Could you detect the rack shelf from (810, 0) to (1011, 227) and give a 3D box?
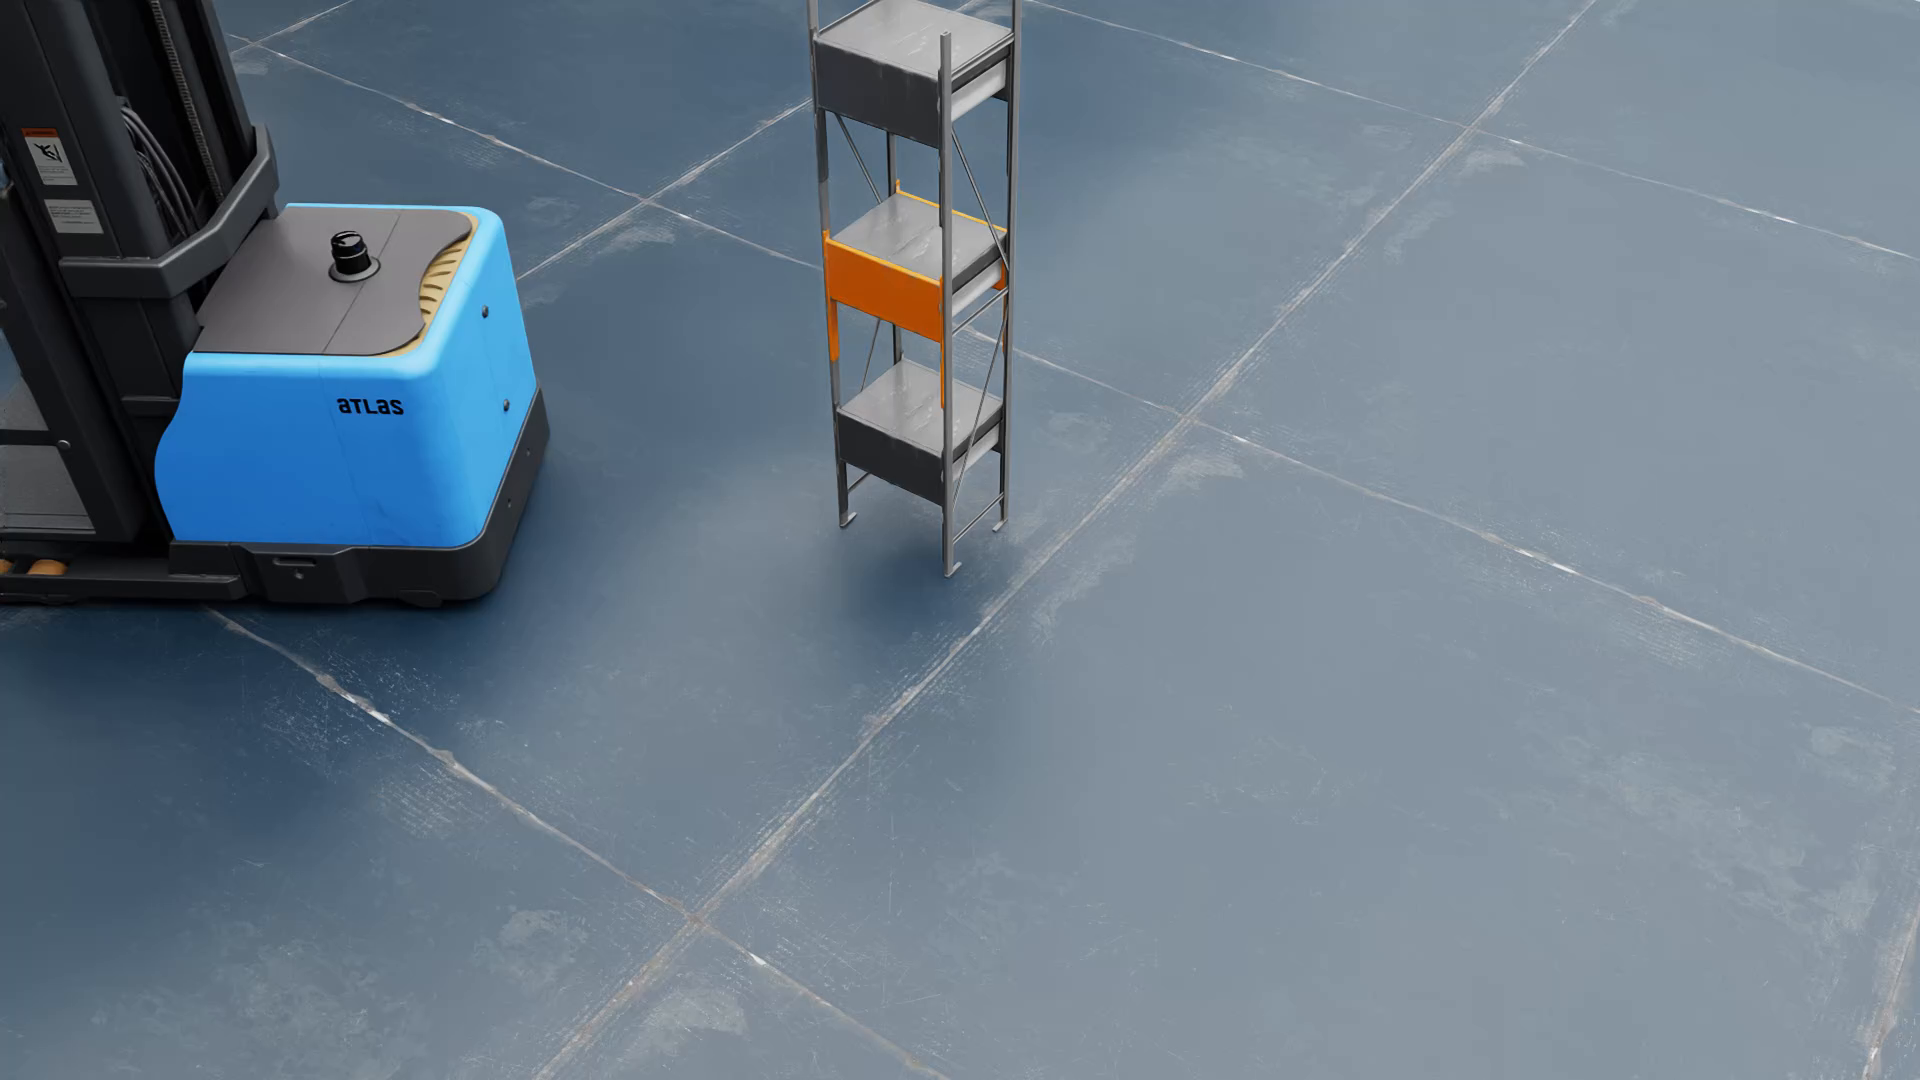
[{"bbox_3d":[-0.136,-1.357,5.163,0.480,0.518,0.431,25,48,25],"label":"rack shelf"}]

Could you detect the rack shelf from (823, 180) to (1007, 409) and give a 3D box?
[{"bbox_3d":[-0.136,-0.836,5.630,0.480,0.518,0.431,25,48,25],"label":"rack shelf"}]

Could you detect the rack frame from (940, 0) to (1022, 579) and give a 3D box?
[{"bbox_3d":[0.064,-0.752,5.516,0.015,2.100,0.400,25,48,25],"label":"rack frame"}]

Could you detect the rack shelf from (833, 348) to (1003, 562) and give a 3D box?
[{"bbox_3d":[-0.136,-0.314,6.097,0.480,0.518,0.431,25,48,25],"label":"rack shelf"}]

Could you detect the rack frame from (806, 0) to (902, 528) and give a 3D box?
[{"bbox_3d":[-0.335,-0.939,5.725,0.015,2.100,0.400,25,48,25],"label":"rack frame"}]

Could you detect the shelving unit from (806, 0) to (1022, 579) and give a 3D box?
[{"bbox_3d":[-0.136,-0.846,5.621,0.503,2.100,0.431,25,48,25],"label":"shelving unit"}]

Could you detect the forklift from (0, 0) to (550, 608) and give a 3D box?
[{"bbox_3d":[-3.159,-1.211,5.406,3.031,2.935,1.130,2,42,2],"label":"forklift"}]
